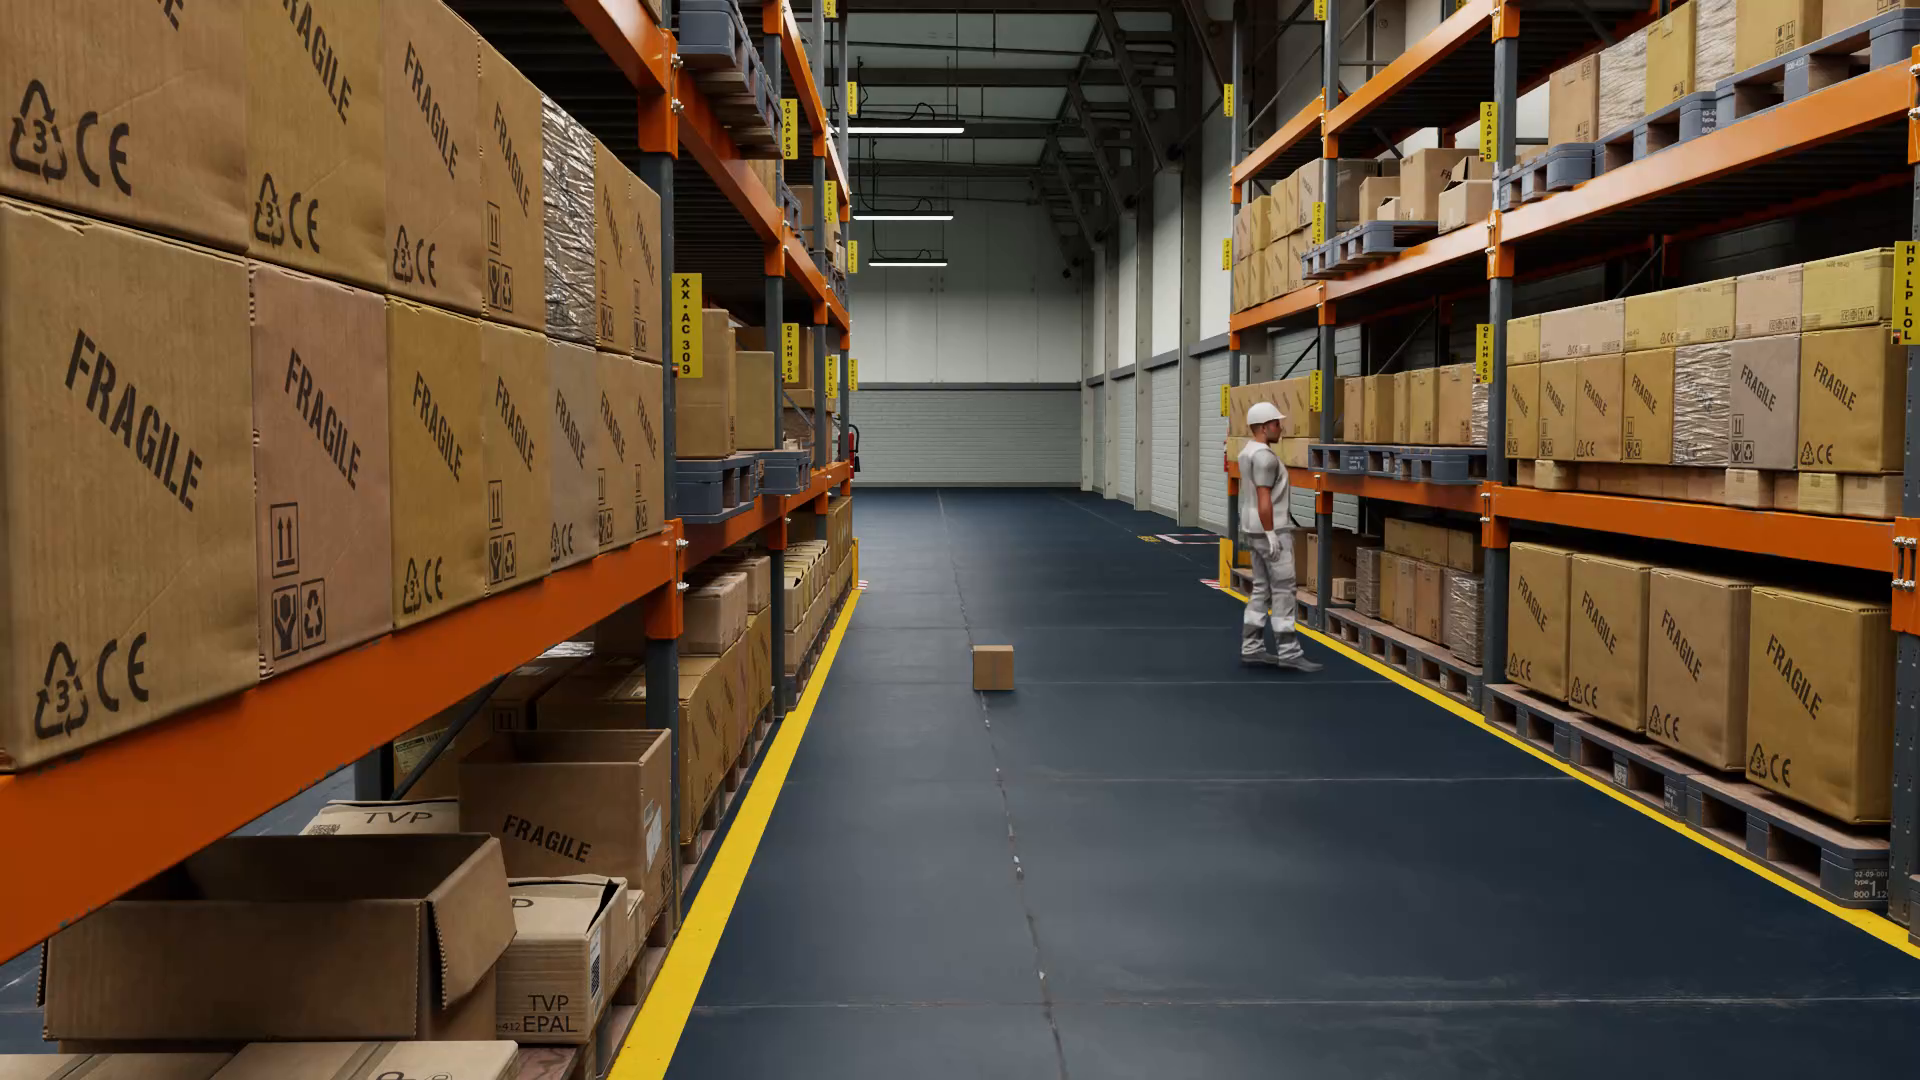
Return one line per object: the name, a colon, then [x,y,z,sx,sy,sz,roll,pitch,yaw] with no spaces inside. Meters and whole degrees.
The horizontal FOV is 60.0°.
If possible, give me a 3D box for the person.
person: [2.168,-0.028,11.274,0.538,1.805,0.584,0,4,-4]
